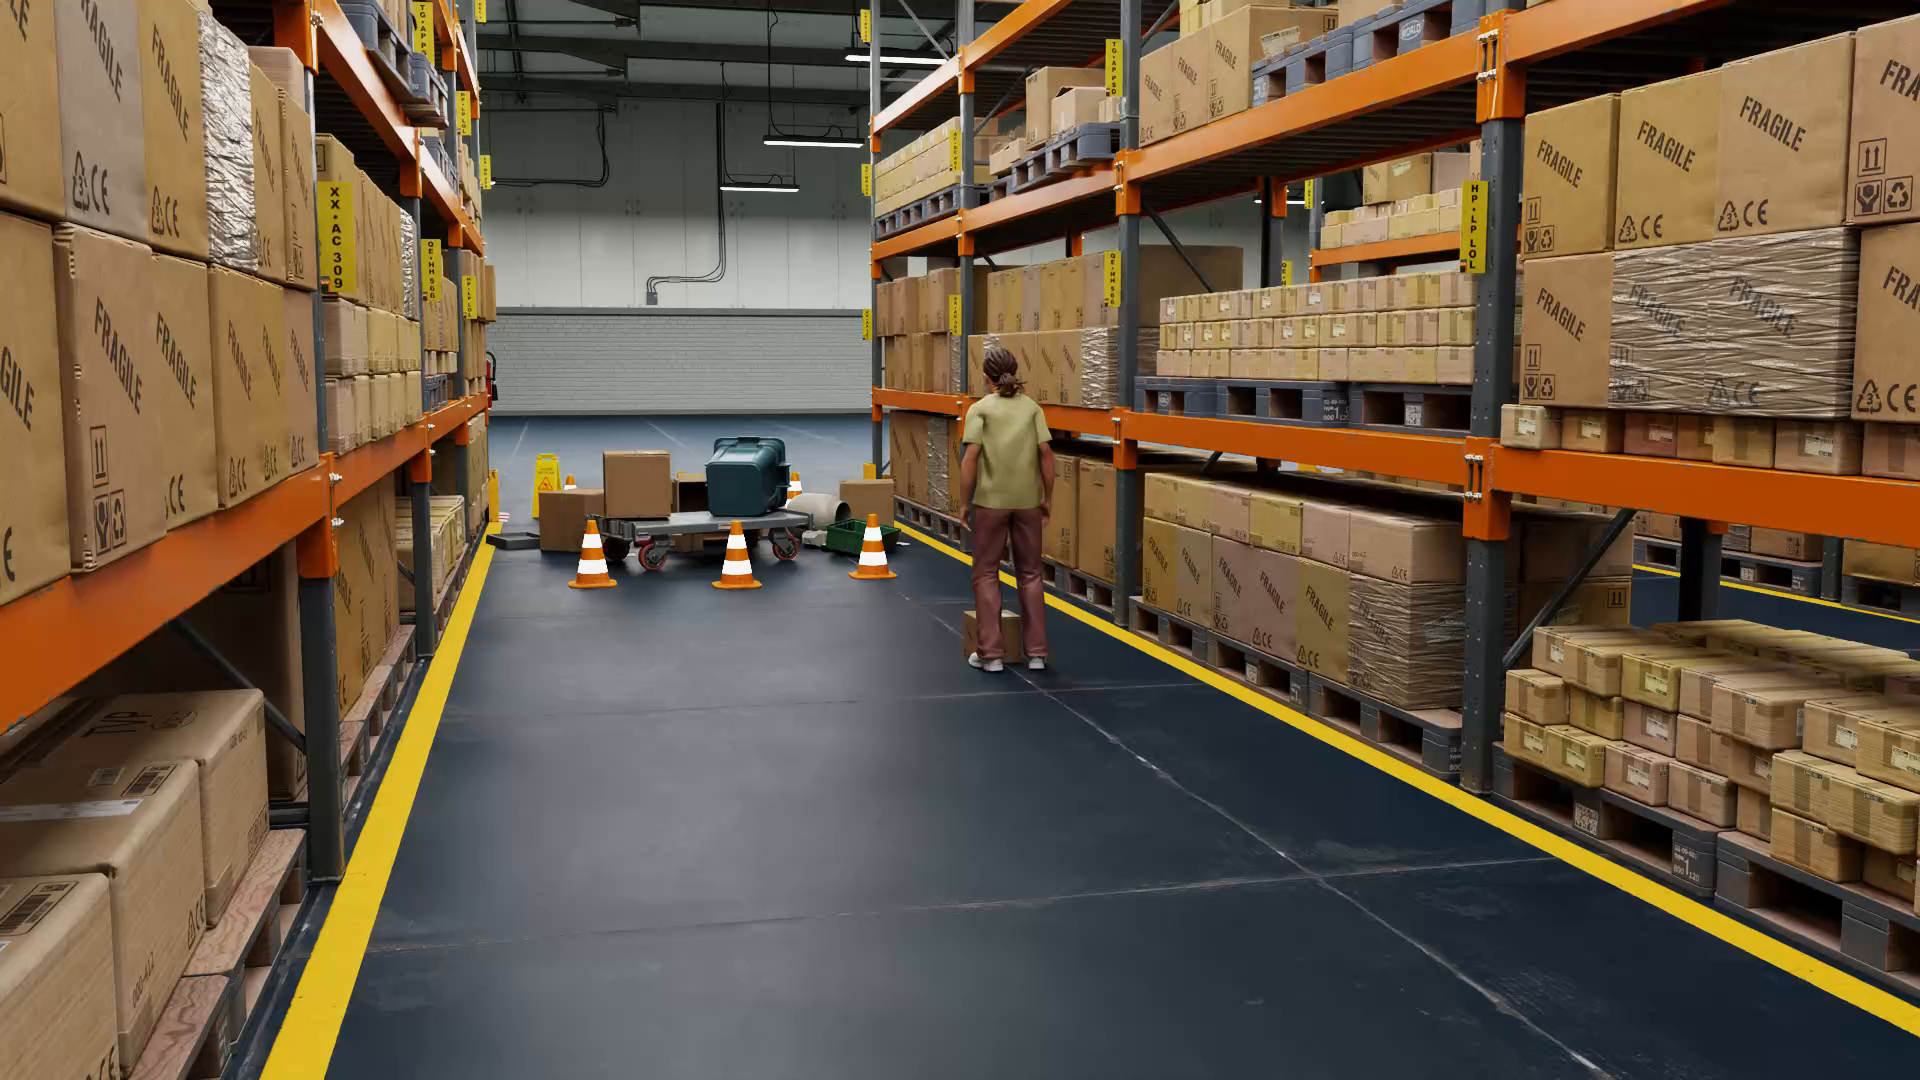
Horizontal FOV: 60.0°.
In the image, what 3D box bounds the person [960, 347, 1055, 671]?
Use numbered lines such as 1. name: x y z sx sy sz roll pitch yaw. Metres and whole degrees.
1. person: 0.236 -0.150 8.623 0.505 1.652 0.351 -2 6 -15
